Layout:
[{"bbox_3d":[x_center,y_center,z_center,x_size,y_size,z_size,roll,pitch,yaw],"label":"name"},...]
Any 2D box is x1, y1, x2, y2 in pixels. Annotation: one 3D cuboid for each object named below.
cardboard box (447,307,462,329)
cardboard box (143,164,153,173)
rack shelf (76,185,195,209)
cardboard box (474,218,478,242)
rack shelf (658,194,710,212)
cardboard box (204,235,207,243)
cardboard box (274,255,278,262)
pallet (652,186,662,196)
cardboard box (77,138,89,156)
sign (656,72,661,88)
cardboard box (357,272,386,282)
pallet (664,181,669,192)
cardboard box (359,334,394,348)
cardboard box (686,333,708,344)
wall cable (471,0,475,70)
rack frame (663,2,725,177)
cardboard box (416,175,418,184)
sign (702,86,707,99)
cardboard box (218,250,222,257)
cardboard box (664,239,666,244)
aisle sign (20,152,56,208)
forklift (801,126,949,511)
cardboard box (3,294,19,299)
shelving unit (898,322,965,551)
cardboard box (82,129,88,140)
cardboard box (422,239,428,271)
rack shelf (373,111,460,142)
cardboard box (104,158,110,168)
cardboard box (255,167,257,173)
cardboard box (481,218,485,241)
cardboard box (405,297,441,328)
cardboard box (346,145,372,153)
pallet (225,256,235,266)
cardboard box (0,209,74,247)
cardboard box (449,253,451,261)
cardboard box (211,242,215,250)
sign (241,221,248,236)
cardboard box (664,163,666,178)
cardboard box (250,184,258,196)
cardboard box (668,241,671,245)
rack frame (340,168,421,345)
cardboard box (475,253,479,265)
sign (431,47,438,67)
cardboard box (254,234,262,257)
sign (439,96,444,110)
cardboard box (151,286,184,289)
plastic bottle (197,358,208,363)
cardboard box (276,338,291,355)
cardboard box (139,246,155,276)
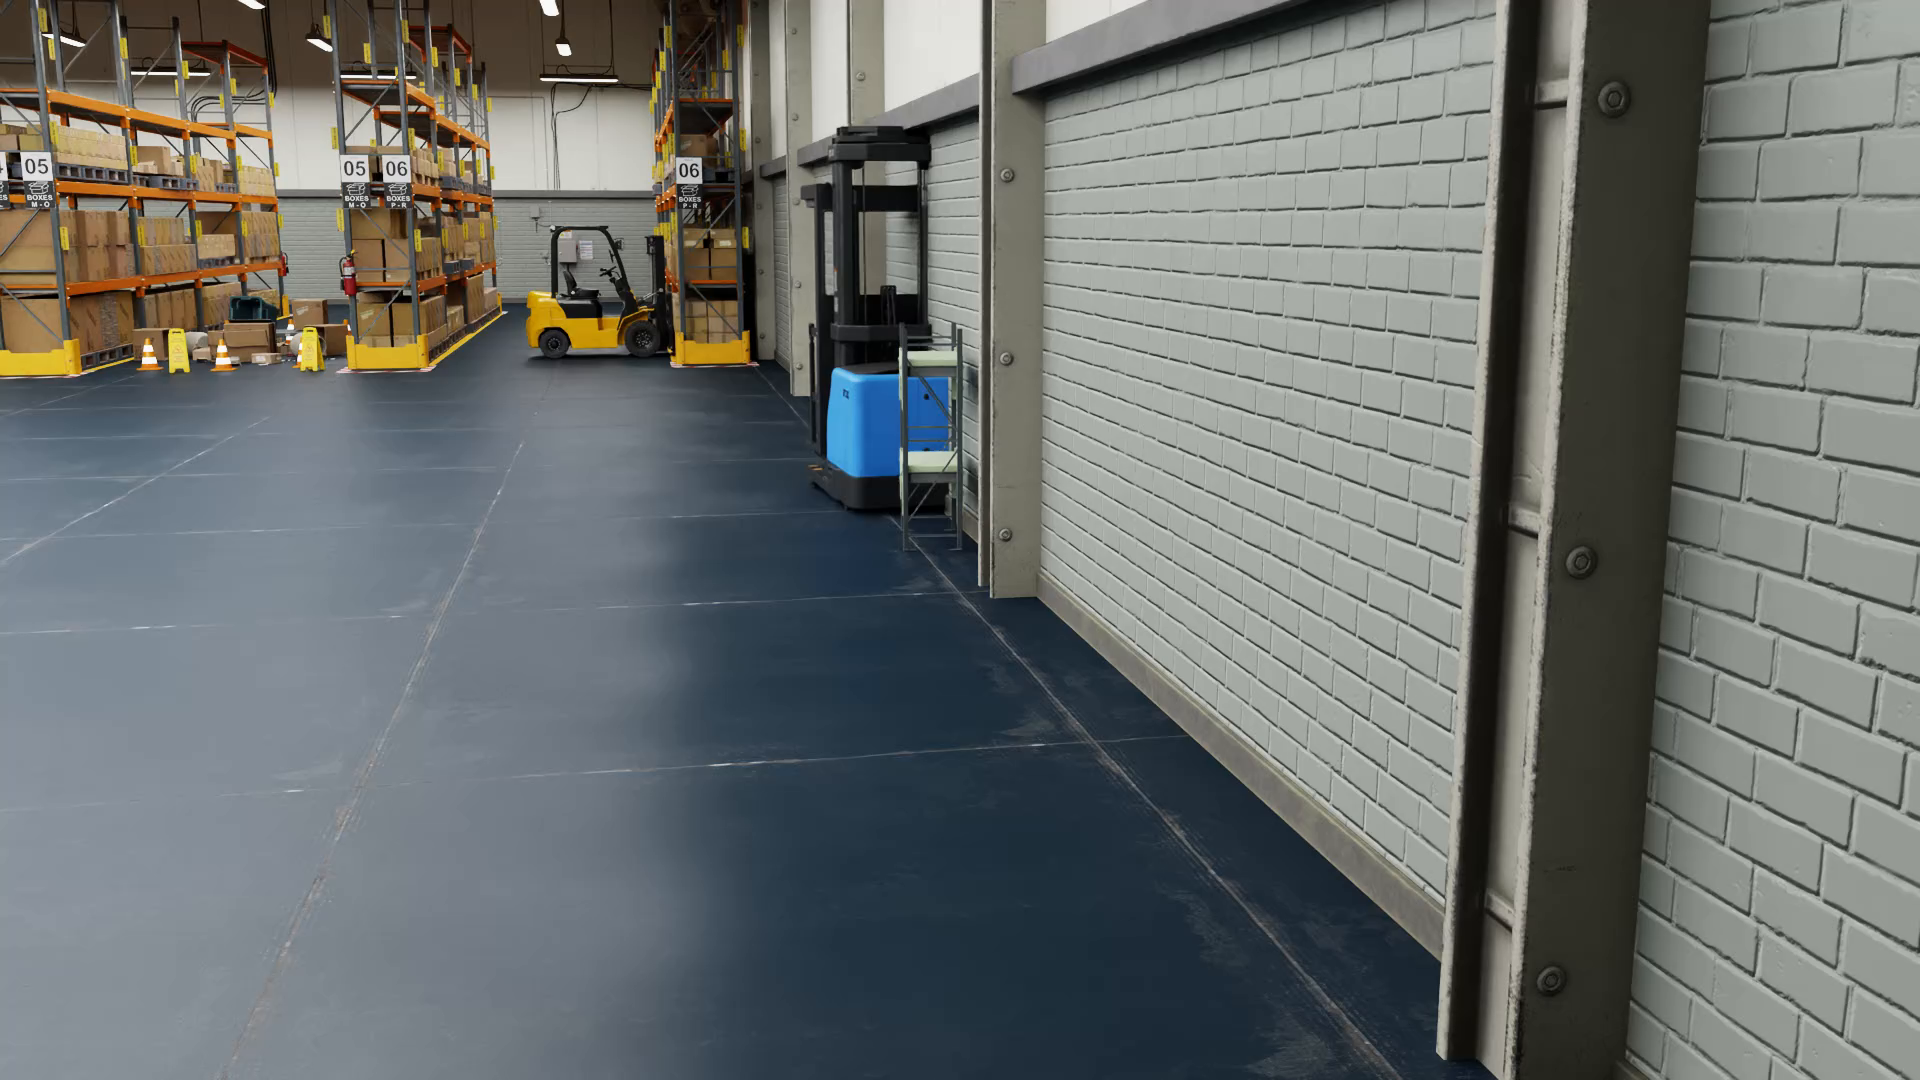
[{"bbox_3d":[-10.121,-4.272,32.026,0.950,0.372,0.625,-2,11,-12],"label":"cardboard box"},{"bbox_3d":[-14.448,-6.536,29.272,0.380,0.149,0.250,-2,11,-11],"label":"cardboard box"},{"bbox_3d":[-14.819,-6.151,29.891,1.077,0.370,4.000,-2,11,-11],"label":"rack shelf"},{"bbox_3d":[-10.709,-6.702,35.947,0.500,0.500,0.500,-2,11,-10],"label":"cardboard box"},{"bbox_3d":[-5.893,-7.264,35.741,1.077,0.370,4.000,-2,11,-11],"label":"rack shelf"},{"bbox_3d":[-15.257,-6.007,33.194,0.380,0.149,0.250,-3,11,-13],"label":"cardboard box"},{"bbox_3d":[-16.423,-6.692,39.504,0.380,0.149,0.250,-2,11,-11],"label":"cardboard box"},{"bbox_3d":[-6.224,-7.770,36.977,1.213,0.211,1.003,-2,11,-11],"label":"pallet"},{"bbox_3d":[-13.693,-6.015,25.469,0.500,0.250,0.500,-2,11,-11],"label":"cardboard box"},{"bbox_3d":[-6.034,-9.200,33.258,0.100,0.325,0.005,-2,11,-11],"label":"sign"},{"bbox_3d":[-9.099,-4.066,25.709,0.380,0.149,0.250,-2,11,-9],"label":"cardboard box"},{"bbox_3d":[-5.284,-7.037,33.127,1.213,0.211,1.003,-2,11,-8],"label":"pallet"},{"bbox_3d":[-9.242,-3.127,26.335,0.500,0.250,0.500,-2,11,-11],"label":"cardboard box"},{"bbox_3d":[-4.349,-3.240,26.928,0.500,0.250,0.500,-2,11,-11],"label":"cardboard box"},{"bbox_3d":[-14.338,-14.247,44.830,2.355,3.000,0.029,-2,11,-11],"label":"wall cable"},{"bbox_3d":[-4.726,-7.991,29.612,1.000,3.000,0.127,-2,11,-11],"label":"rack frame"},{"bbox_3d":[-8.847,-5.739,26.478,0.380,0.149,0.250,-2,11,-13],"label":"cardboard box"},{"bbox_3d":[-5.739,-10.016,37.330,0.100,0.325,0.005,-2,11,-11],"label":"sign"},{"bbox_3d":[-15.458,-5.909,34.271,0.380,0.149,0.250,-2,11,-9],"label":"cardboard box"},{"bbox_3d":[-6.003,-6.327,35.516,0.797,0.503,0.637,-2,11,-12],"label":"cardboard box"},{"bbox_3d":[-13.344,-5.205,24.069,0.394,0.787,0.004,-2,11,-11],"label":"aisle sign"},{"bbox_3d":[-0.700,-1.898,13.829,1.130,2.935,3.031,-3,11,-15],"label":"forklift"},{"bbox_3d":[-20.921,-5.256,35.847,0.875,0.875,0.875,-2,11,-11],"label":"cardboard box"},{"bbox_3d":[-0.205,-0.733,11.537,0.431,1.500,0.755,-1,11,-3],"label":"shelving unit"},{"bbox_3d":[-13.651,-6.233,25.550,0.380,0.149,0.250,-2,11,-12],"label":"cardboard box"},{"bbox_3d":[-8.740,-4.516,26.337,0.500,0.500,0.500,-2,11,-9],"label":"cardboard box"},{"bbox_3d":[-9.983,-7.626,30.691,1.077,0.370,4.000,-2,11,-11],"label":"rack shelf"},{"bbox_3d":[-13.848,-6.028,26.603,0.380,0.149,0.250,-2,11,-10],"label":"cardboard box"},{"bbox_3d":[-16.133,-8.373,37.639,0.380,0.149,0.250,-2,11,-13],"label":"cardboard box"},{"bbox_3d":[-11.097,-7.059,37.820,0.500,0.500,0.500,-2,11,-12],"label":"cardboard box"},{"bbox_3d":[-9.015,-3.801,27.868,0.500,0.500,0.500,-2,11,-8],"label":"cardboard box"},{"bbox_3d":[-9.172,-5.922,25.304,0.380,0.149,0.250,-2,11,-10],"label":"cardboard box"},{"bbox_3d":[-15.980,-5.891,35.140,1.003,0.211,1.213,-2,11,-11],"label":"pallet"},{"bbox_3d":[-13.686,-4.604,24.573,0.875,0.550,0.550,-2,11,-11],"label":"cardboard box"},{"bbox_3d":[-9.571,-5.202,30.554,0.380,0.149,0.250,-2,11,-10],"label":"cardboard box"},{"bbox_3d":[-15.357,-5.959,33.733,0.380,0.149,0.250,-2,11,-12],"label":"cardboard box"},{"bbox_3d":[-15.442,-6.721,35.887,0.100,0.325,0.005,-2,11,-11],"label":"sign"},{"bbox_3d":[-5.406,-7.325,32.477,0.700,0.500,0.500,-2,11,-12],"label":"cardboard box"},{"bbox_3d":[-16.006,-7.813,37.103,0.500,0.250,0.500,-2,11,-9],"label":"cardboard box"},{"bbox_3d":[-5.255,-5.603,31.108,0.380,0.149,0.250,-2,11,-13],"label":"cardboard box"},{"bbox_3d":[-8.816,-4.129,25.366,1.000,3.000,0.127,-2,11,-11],"label":"rack frame"},{"bbox_3d":[-10.718,-6.089,36.068,0.500,0.250,0.500,-2,11,-12],"label":"cardboard box"},{"bbox_3d":[-9.058,-8.324,28.651,0.100,0.325,0.005,-2,11,-11],"label":"sign"},{"bbox_3d":[-16.001,-6.610,37.342,0.500,0.500,0.500,-2,11,-12],"label":"cardboard box"},{"bbox_3d":[-12.474,-10.528,40.021,0.100,0.325,0.005,-2,11,-11],"label":"sign"},{"bbox_3d":[-15.598,-4.860,32.765,0.500,0.250,0.500,-2,11,-12],"label":"cardboard box"},{"bbox_3d":[-12.183,-2.891,26.721,0.133,0.061,0.283,-6,13,-31],"label":"plastic bottle"},{"bbox_3d":[-11.541,-3.292,28.281,0.396,0.266,0.258,9,14,38],"label":"cardboard box"},{"bbox_3d":[-14.268,-4.819,28.726,0.500,0.500,0.500,-2,11,-10],"label":"cardboard box"}]
